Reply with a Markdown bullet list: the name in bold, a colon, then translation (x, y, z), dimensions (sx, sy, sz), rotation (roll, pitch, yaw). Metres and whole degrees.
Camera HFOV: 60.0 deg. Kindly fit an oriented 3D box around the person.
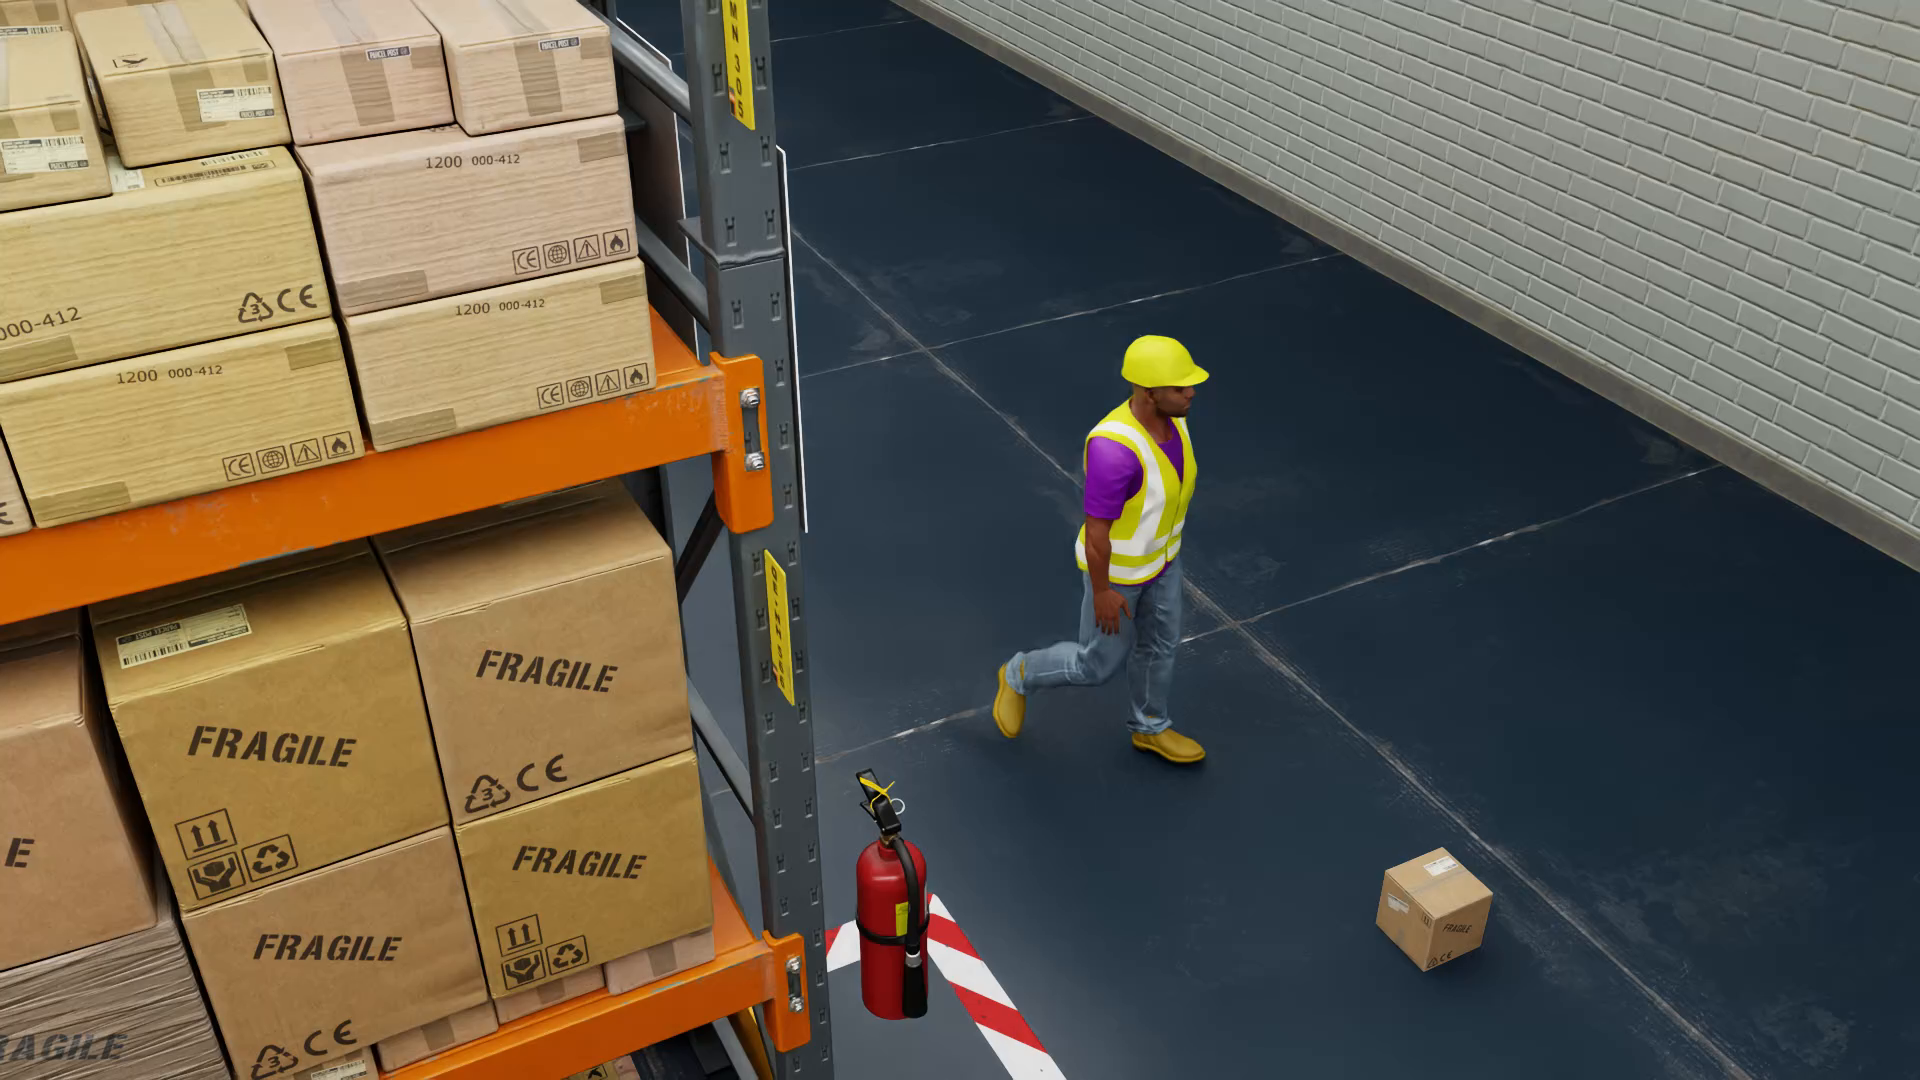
- **person**: translation (0.547, 0.047, 6.021), dimensions (0.804, 1.760, 0.593), rotation (22, 39, 30)
